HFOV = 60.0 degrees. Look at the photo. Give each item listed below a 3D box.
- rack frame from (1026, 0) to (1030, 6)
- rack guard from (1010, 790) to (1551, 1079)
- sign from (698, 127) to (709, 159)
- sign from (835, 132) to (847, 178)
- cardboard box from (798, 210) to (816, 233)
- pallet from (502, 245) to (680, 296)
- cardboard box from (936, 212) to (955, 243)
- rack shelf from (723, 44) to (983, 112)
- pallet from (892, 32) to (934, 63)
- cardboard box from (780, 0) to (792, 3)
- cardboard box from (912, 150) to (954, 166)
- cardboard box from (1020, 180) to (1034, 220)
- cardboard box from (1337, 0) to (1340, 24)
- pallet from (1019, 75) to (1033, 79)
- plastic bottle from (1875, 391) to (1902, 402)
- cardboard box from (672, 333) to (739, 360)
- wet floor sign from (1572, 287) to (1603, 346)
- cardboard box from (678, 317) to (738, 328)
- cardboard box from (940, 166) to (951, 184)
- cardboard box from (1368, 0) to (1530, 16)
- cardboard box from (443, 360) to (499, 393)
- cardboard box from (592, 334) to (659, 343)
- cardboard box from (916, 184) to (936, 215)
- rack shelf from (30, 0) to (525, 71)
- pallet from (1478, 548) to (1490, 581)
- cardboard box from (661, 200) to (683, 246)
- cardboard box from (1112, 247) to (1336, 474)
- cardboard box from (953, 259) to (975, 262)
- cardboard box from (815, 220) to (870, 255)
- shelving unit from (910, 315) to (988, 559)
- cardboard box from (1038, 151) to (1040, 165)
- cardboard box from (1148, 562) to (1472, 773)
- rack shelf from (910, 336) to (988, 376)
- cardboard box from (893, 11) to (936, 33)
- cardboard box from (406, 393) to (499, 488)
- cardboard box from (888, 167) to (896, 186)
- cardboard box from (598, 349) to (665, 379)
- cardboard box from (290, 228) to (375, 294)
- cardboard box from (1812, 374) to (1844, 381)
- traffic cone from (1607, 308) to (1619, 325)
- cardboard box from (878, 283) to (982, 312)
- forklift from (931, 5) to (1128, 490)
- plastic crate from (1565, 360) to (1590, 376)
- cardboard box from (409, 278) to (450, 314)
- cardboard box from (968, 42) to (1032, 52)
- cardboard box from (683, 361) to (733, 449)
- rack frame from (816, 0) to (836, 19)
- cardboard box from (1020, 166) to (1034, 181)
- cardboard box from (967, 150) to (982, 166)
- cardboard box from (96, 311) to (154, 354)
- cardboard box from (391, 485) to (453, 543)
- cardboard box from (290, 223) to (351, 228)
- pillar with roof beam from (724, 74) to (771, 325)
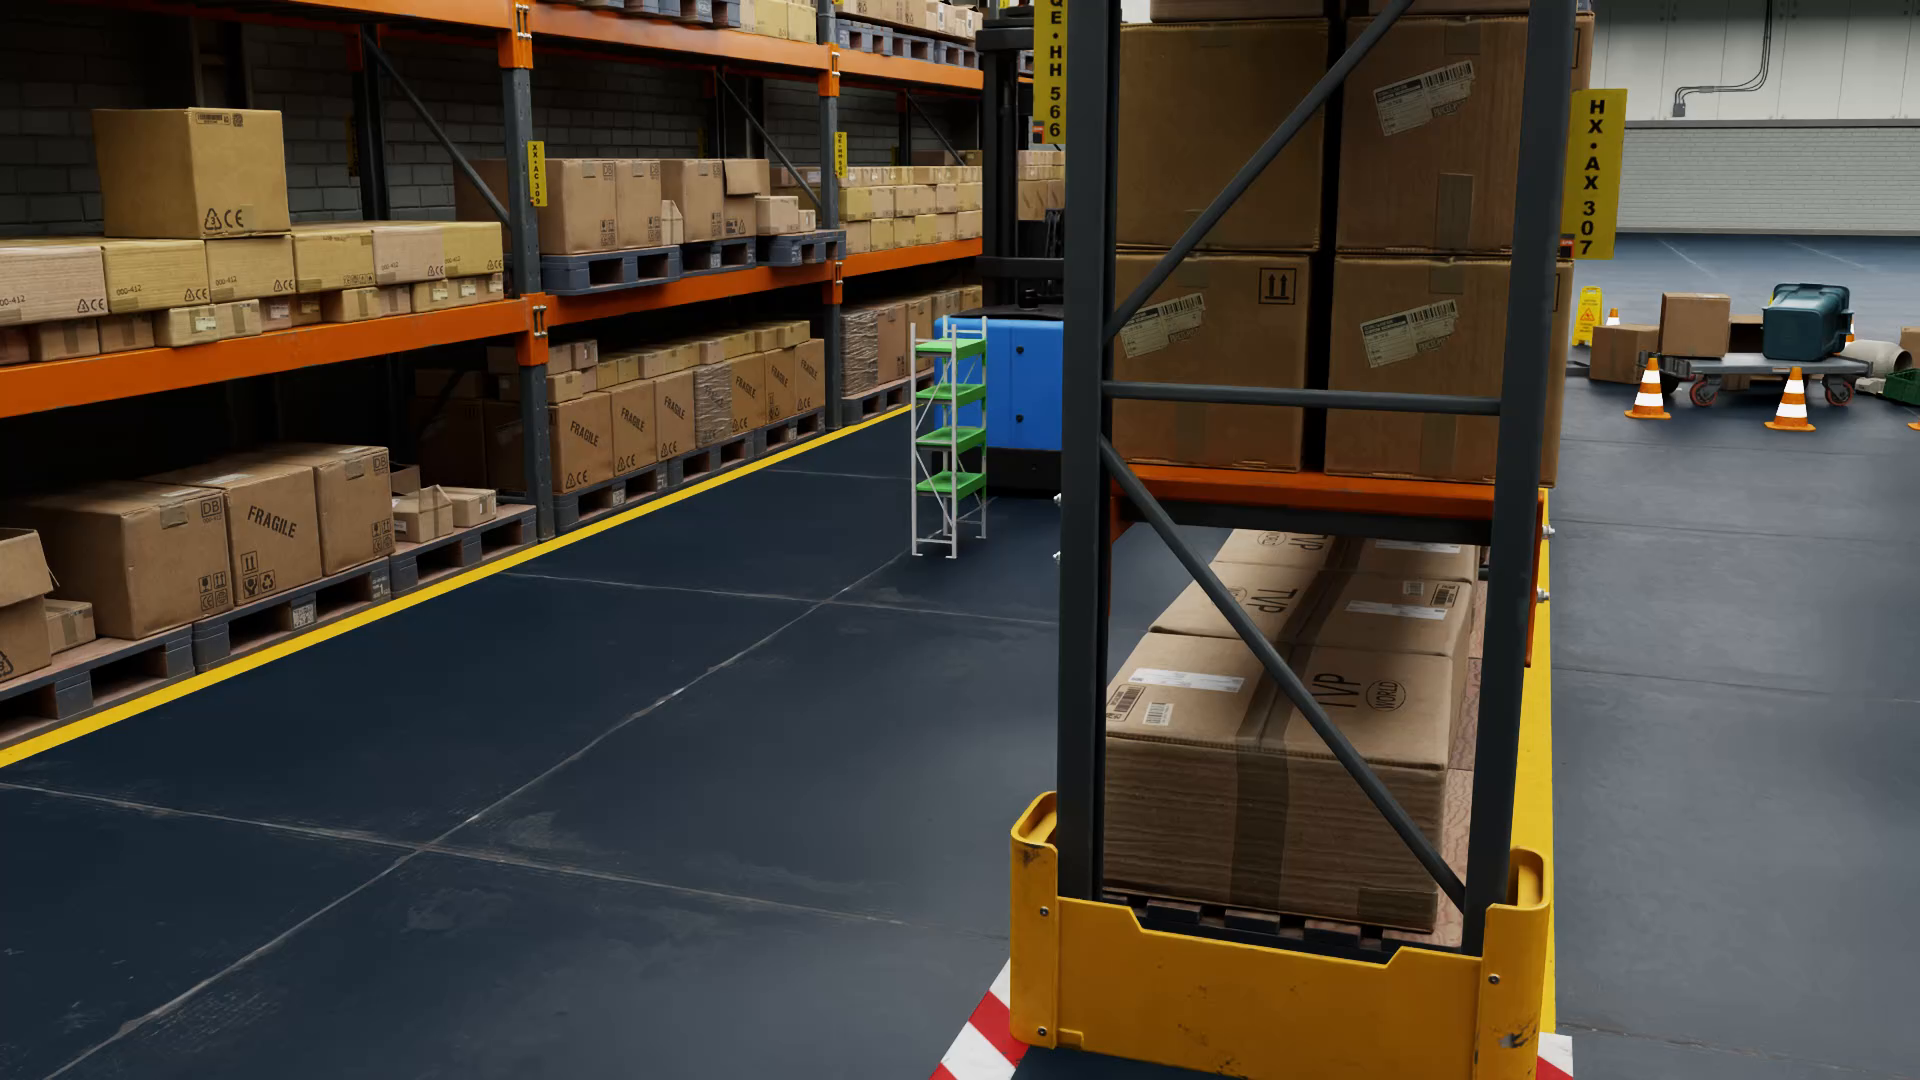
[{"bbox_3d":[1.194,-6.945,19.195,1.000,3.000,0.127,4,14,18],"label":"rack frame"},{"bbox_3d":[0.708,0.929,3.796,1.175,0.500,0.348,4,14,18],"label":"rack guard"},{"bbox_3d":[-1.920,-2.940,12.526,0.100,0.325,0.005,4,14,18],"label":"sign"},{"bbox_3d":[-0.877,-2.825,12.200,0.100,0.325,0.005,4,14,18],"label":"sign"},{"bbox_3d":[-1.243,-2.252,11.737,0.380,0.149,0.250,5,14,19],"label":"cardboard box"},{"bbox_3d":[-2.326,-1.561,9.517,1.003,0.211,1.213,4,14,18],"label":"pallet"},{"bbox_3d":[-0.362,-2.772,14.728,0.500,0.250,0.500,4,14,19],"label":"cardboard box"},{"bbox_3d":[-0.747,-3.869,14.074,1.077,0.370,4.000,4,14,18],"label":"rack shelf"},{"bbox_3d":[-0.900,-4.091,13.856,1.003,0.211,1.213,5,14,21],"label":"pallet"},{"bbox_3d":[-1.383,-3.775,11.485,0.380,0.149,0.250,4,13,17],"label":"cardboard box"},{"bbox_3d":[-0.282,-3.777,16.446,0.380,0.149,0.250,4,14,19],"label":"cardboard box"},{"bbox_3d":[0.444,-3.413,16.974,0.500,0.500,0.500,5,14,19],"label":"cardboard box"},{"bbox_3d":[0.702,-1.293,3.982,0.380,0.149,0.250,5,14,19],"label":"cardboard box"},{"bbox_3d":[0.548,-5.035,17.765,1.003,0.211,1.213,4,14,18],"label":"pallet"},{"bbox_3d":[7.976,-1.221,14.200,0.133,0.061,0.283,-3,13,-11],"label":"plastic bottle"},{"bbox_3d":[-1.709,-1.299,11.156,0.380,0.149,0.250,4,13,18],"label":"cardboard box"},{"bbox_3d":[6.966,-2.479,18.400,0.267,0.644,0.232,10,16,38],"label":"wet floor sign"},{"bbox_3d":[-1.858,-1.551,12.259,0.380,0.149,0.250,5,14,21],"label":"cardboard box"},{"bbox_3d":[-0.299,-3.237,14.745,0.380,0.149,0.250,4,13,17],"label":"cardboard box"},{"bbox_3d":[1.092,-1.202,3.586,0.380,0.149,0.250,5,14,20],"label":"cardboard box"},{"bbox_3d":[-2.762,-0.950,9.627,0.380,0.149,0.250,4,14,18],"label":"cardboard box"},{"bbox_3d":[-2.225,-1.275,11.049,0.380,0.149,0.250,4,14,19],"label":"cardboard box"},{"bbox_3d":[-0.528,-2.906,14.194,0.500,0.250,0.500,5,14,19],"label":"cardboard box"},{"bbox_3d":[-3.335,-2.185,6.694,1.077,0.370,4.000,4,14,18],"label":"rack shelf"},{"bbox_3d":[2.188,0.054,8.276,1.003,0.211,1.213,4,14,18],"label":"pallet"},{"bbox_3d":[-1.876,-1.898,9.921,0.396,0.266,0.258,5,14,21],"label":"cardboard box"},{"bbox_3d":[0.621,-0.465,4.057,0.500,0.500,0.500,4,14,19],"label":"cardboard box"},{"bbox_3d":[0.203,-2.861,17.770,0.500,0.250,0.500,4,14,19],"label":"cardboard box"},{"bbox_3d":[-1.019,-2.339,12.831,0.500,0.250,0.500,4,14,19],"label":"cardboard box"},{"bbox_3d":[-0.054,-0.550,8.702,0.258,1.200,0.503,4,14,18],"label":"shelving unit"},{"bbox_3d":[0.626,-4.011,17.470,0.380,0.149,0.250,4,14,18],"label":"cardboard box"},{"bbox_3d":[1.123,0.410,5.266,0.875,0.438,0.875,5,14,20],"label":"cardboard box"},{"bbox_3d":[-0.054,-0.956,8.609,0.258,0.148,0.480,4,14,18],"label":"rack shelf"},{"bbox_3d":[-0.418,-4.356,13.987,0.380,0.149,0.250,4,14,18],"label":"cardboard box"},{"bbox_3d":[-2.809,-0.605,9.570,0.500,0.500,0.500,4,14,18],"label":"cardboard box"},{"bbox_3d":[-0.742,-2.970,13.578,0.380,0.149,0.250,5,14,19],"label":"cardboard box"},{"bbox_3d":[-2.040,-1.080,10.195,0.380,0.149,0.250,4,14,18],"label":"cardboard box"},{"bbox_3d":[-2.944,-1.230,7.307,0.500,0.250,0.500,4,14,18],"label":"cardboard box"},{"bbox_3d":[8.128,-1.648,15.613,0.396,0.266,0.258,7,15,28],"label":"cardboard box"},{"bbox_3d":[6.974,-2.244,17.779,0.336,0.463,0.334,4,14,18],"label":"traffic cone"},{"bbox_3d":[-0.258,-2.115,15.905,0.875,0.625,0.625,5,14,21],"label":"cardboard box"},{"bbox_3d":[0.755,-1.998,11.156,1.130,2.935,3.031,4,13,17],"label":"forklift"},{"bbox_3d":[5.882,-1.670,16.125,0.402,0.080,0.583,0,13,-1],"label":"plastic crate"},{"bbox_3d":[-2.677,-1.173,7.952,0.380,0.149,0.250,5,14,20],"label":"cardboard box"},{"bbox_3d":[0.400,-5.008,16.481,0.500,0.311,0.500,5,14,20],"label":"cardboard box"},{"bbox_3d":[-1.816,-0.892,10.829,0.500,0.500,0.500,4,13,16],"label":"cardboard box"},{"bbox_3d":[-1.394,-5.261,11.815,1.000,3.000,0.127,4,14,18],"label":"rack frame"},{"bbox_3d":[0.543,-3.750,16.993,0.380,0.149,0.250,5,14,20],"label":"cardboard box"},{"bbox_3d":[0.284,-3.734,16.256,0.380,0.149,0.250,5,14,20],"label":"cardboard box"},{"bbox_3d":[-3.305,-0.799,6.310,0.380,0.149,0.250,5,14,19],"label":"cardboard box"},{"bbox_3d":[-2.706,-0.152,8.114,0.396,0.266,0.258,5,14,20],"label":"cardboard box"},{"bbox_3d":[-3.260,-1.375,7.939,0.500,0.250,0.500,4,14,18],"label":"cardboard box"},{"bbox_3d":[2.248,-5.290,11.944,9.100,9.000,0.400,4,14,18],"label":"pillar with roof beam"}]
